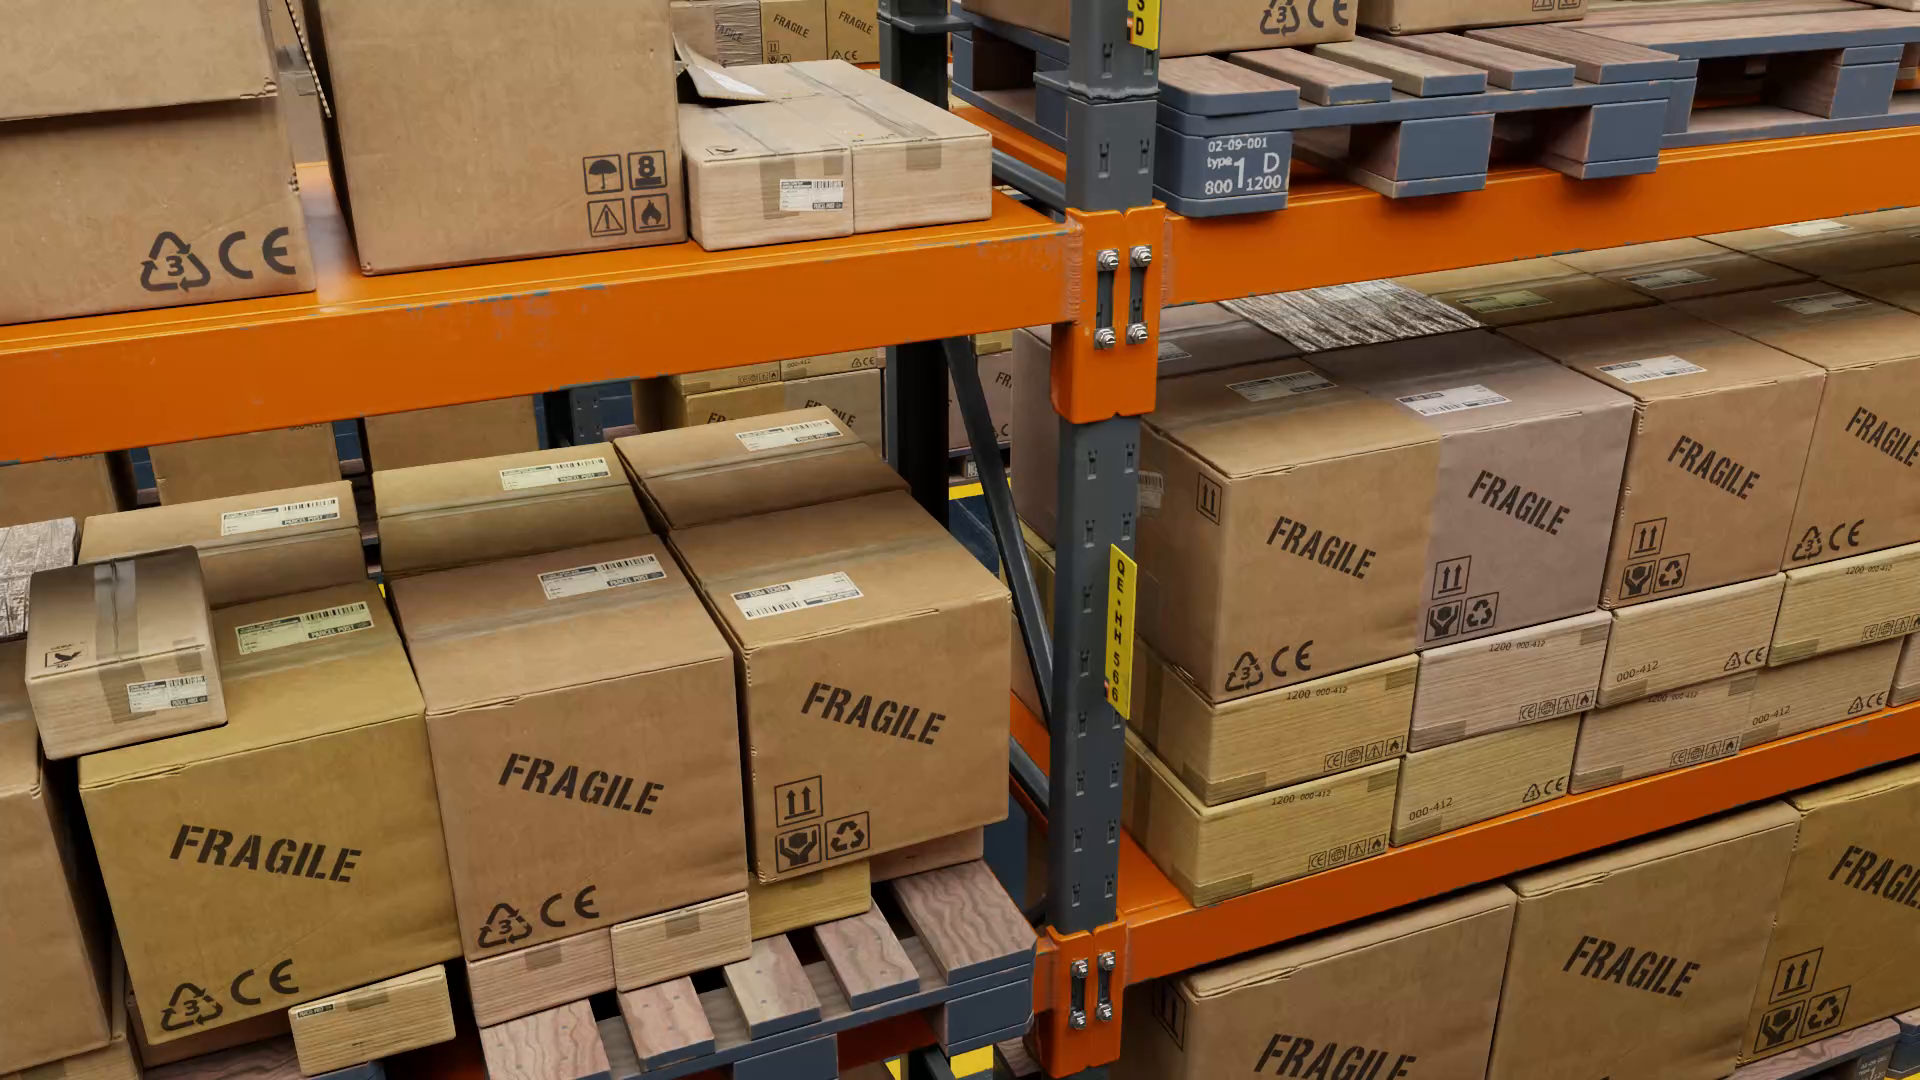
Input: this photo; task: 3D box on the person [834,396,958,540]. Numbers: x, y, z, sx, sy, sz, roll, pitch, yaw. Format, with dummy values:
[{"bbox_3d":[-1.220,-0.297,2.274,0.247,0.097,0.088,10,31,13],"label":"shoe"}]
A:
[{"bbox_3d":[-0.241,0.354,5.365,0.451,1.772,0.612,-12,28,-23],"label":"person"}]
